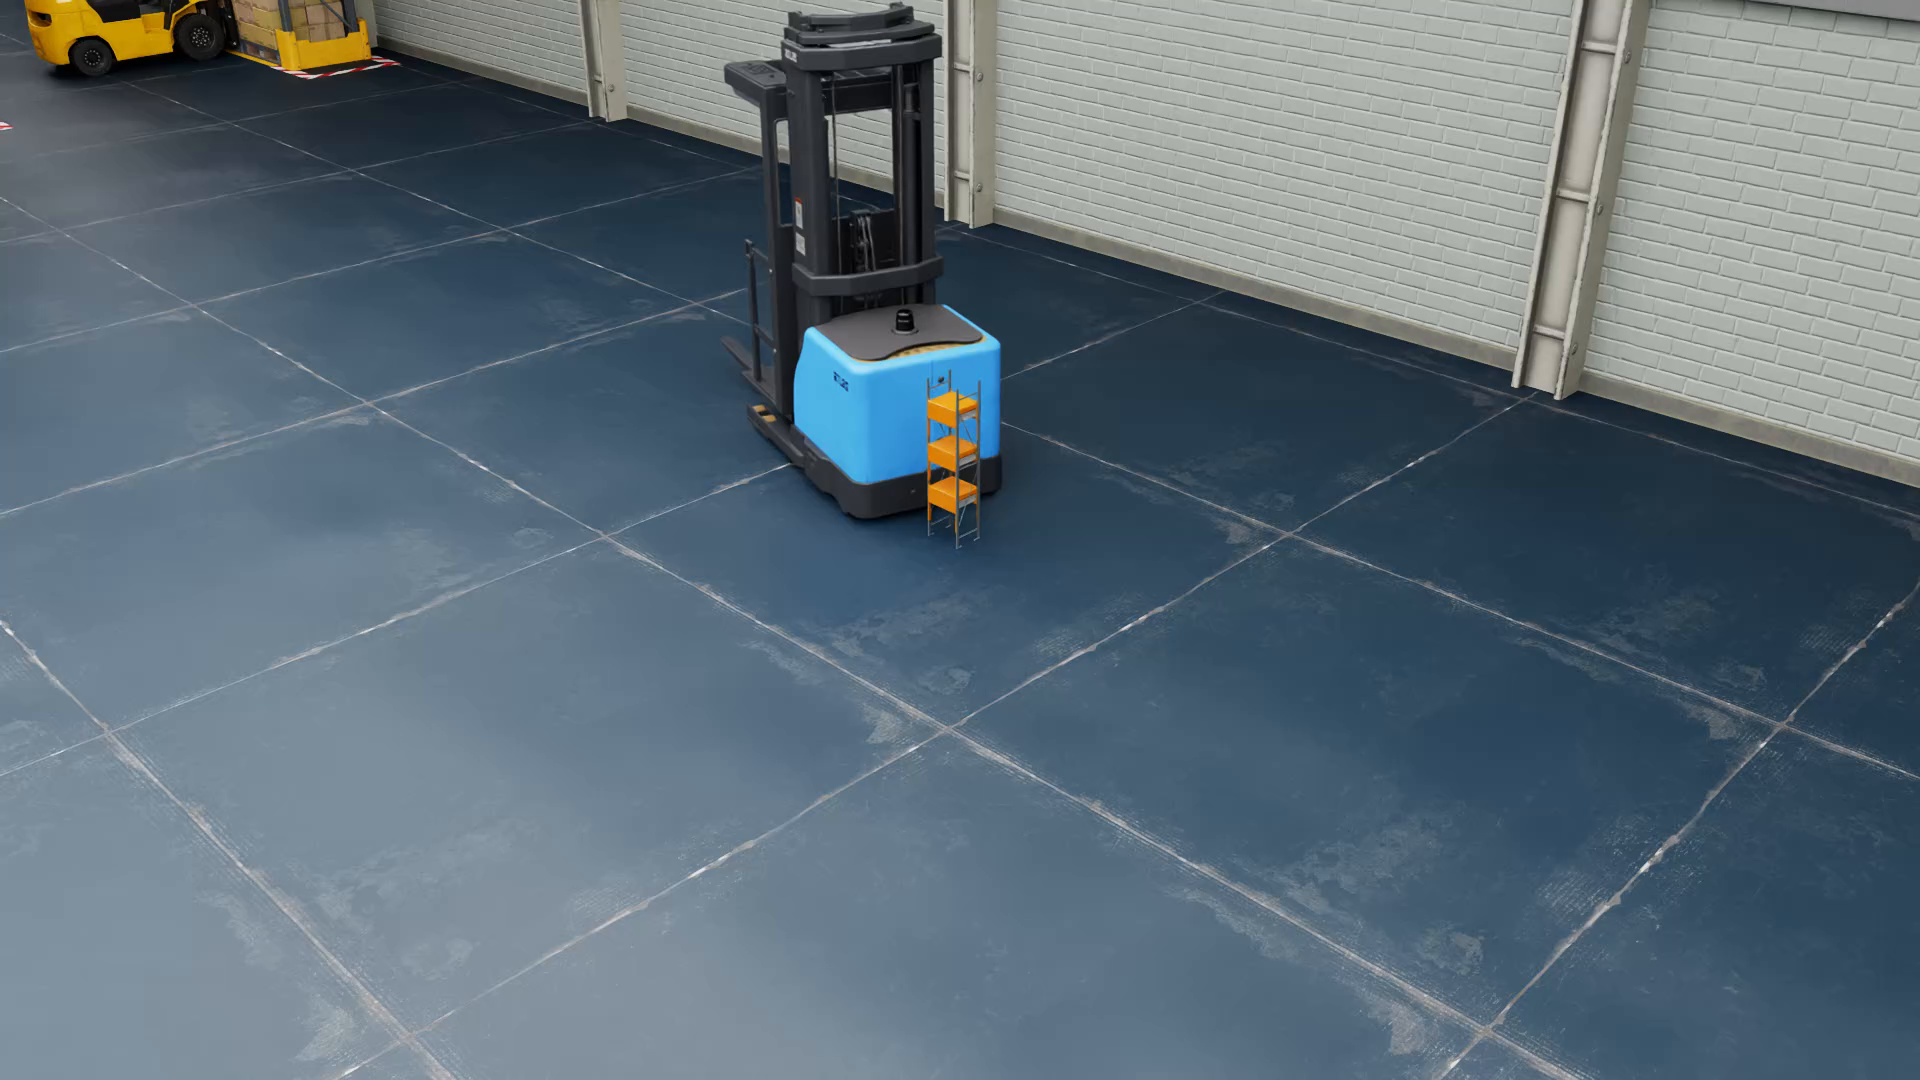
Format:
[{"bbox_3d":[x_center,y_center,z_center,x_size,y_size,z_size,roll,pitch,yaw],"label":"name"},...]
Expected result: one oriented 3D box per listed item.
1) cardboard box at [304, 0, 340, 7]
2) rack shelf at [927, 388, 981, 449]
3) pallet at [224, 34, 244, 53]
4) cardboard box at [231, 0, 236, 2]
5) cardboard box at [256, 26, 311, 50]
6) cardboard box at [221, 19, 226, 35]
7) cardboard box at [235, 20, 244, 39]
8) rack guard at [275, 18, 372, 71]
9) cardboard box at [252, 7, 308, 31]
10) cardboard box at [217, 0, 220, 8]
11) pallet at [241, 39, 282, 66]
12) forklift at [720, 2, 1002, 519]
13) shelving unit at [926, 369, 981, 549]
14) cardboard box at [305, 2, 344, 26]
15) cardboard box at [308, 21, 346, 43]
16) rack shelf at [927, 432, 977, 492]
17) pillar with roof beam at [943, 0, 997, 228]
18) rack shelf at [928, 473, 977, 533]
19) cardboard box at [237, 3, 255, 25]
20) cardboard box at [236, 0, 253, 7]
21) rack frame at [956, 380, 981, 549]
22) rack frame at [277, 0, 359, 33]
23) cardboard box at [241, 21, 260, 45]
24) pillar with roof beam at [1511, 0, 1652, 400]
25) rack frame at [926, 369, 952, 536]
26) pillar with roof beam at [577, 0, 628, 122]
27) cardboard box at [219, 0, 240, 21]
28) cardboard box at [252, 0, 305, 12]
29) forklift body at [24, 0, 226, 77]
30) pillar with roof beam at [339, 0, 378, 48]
[{"bbox_3d":[-8.811,-7.445,22.615,0.500,0.250,0.500,24,36,38],"label":"cardboard box"},{"bbox_3d":[-0.038,-0.724,9.912,0.240,0.259,0.215,25,36,38],"label":"rack shelf"},{"bbox_3d":[-10.041,-7.213,23.742,1.213,0.211,1.003,25,36,38],"label":"pallet"},{"bbox_3d":[-9.883,-7.598,22.906,0.500,0.250,0.500,-25,37,-39],"label":"cardboard box"},{"bbox_3d":[-9.157,-6.831,22.522,0.500,0.250,0.500,25,37,39],"label":"cardboard box"},{"bbox_3d":[-10.242,-7.325,23.461,0.500,0.250,0.500,-24,36,-38],"label":"cardboard box"},{"bbox_3d":[-9.856,-7.163,23.153,0.500,0.250,0.500,-25,37,-39],"label":"cardboard box"},{"bbox_3d":[-8.583,-6.700,22.454,0.348,0.500,1.175,25,36,38],"label":"rack guard"},{"bbox_3d":[-9.167,-7.059,22.418,0.500,0.250,0.500,24,36,38],"label":"cardboard box"},{"bbox_3d":[-10.254,-7.552,23.356,0.500,0.250,0.500,24,36,38],"label":"cardboard box"},{"bbox_3d":[-9.175,-6.815,22.985,1.213,0.211,1.003,25,36,38],"label":"pallet"},{"bbox_3d":[-0.848,-2.087,11.070,1.130,2.935,3.031,-13,31,-24],"label":"forklift"},{"bbox_3d":[-0.038,-0.482,10.039,0.252,1.050,0.215,25,36,38],"label":"shelving unit"},{"bbox_3d":[-8.790,-7.226,22.736,0.500,0.250,0.500,-25,36,-38],"label":"cardboard box"},{"bbox_3d":[-8.814,-7.008,22.858,0.500,0.250,0.500,25,37,39],"label":"cardboard box"},{"bbox_3d":[-0.038,-0.473,10.044,0.240,0.259,0.215,25,36,38],"label":"rack shelf"},{"bbox_3d":[-2.927,-5.651,11.329,0.400,9.000,9.100,25,36,38],"label":"pillar with roof beam"},{"bbox_3d":[-0.038,-0.227,10.173,0.240,0.259,0.215,25,36,38],"label":"rack shelf"},{"bbox_3d":[-9.517,-7.226,22.736,0.500,0.250,0.500,24,36,38],"label":"cardboard box"},{"bbox_3d":[-9.516,-7.437,22.599,0.500,0.250,0.500,-25,36,-38],"label":"cardboard box"},{"bbox_3d":[0.049,-0.442,9.963,0.008,1.050,0.200,25,36,38],"label":"rack frame"},{"bbox_3d":[-8.601,-7.814,21.888,0.127,3.000,1.000,25,36,38],"label":"rack frame"},{"bbox_3d":[-9.505,-6.997,22.836,0.500,0.250,0.500,25,36,38],"label":"cardboard box"},{"bbox_3d":[1.352,-3.694,7.606,0.400,9.000,9.100,25,36,38],"label":"pillar with roof beam"},{"bbox_3d":[-0.125,-0.522,10.115,0.008,1.050,0.200,25,36,38],"label":"rack frame"},{"bbox_3d":[-7.205,-7.609,15.052,0.400,9.000,9.100,25,36,38],"label":"pillar with roof beam"},{"bbox_3d":[-9.900,-7.388,23.043,0.500,0.250,0.500,24,36,37],"label":"cardboard box"},{"bbox_3d":[-9.148,-7.272,22.286,0.500,0.250,0.500,-24,36,-38],"label":"cardboard box"},{"bbox_3d":[-11.232,-7.452,22.110,1.214,2.155,2.313,25,36,38],"label":"forklift body"},{"bbox_3d":[-11.483,-9.567,18.775,0.400,9.000,9.100,25,36,38],"label":"pillar with roof beam"}]
